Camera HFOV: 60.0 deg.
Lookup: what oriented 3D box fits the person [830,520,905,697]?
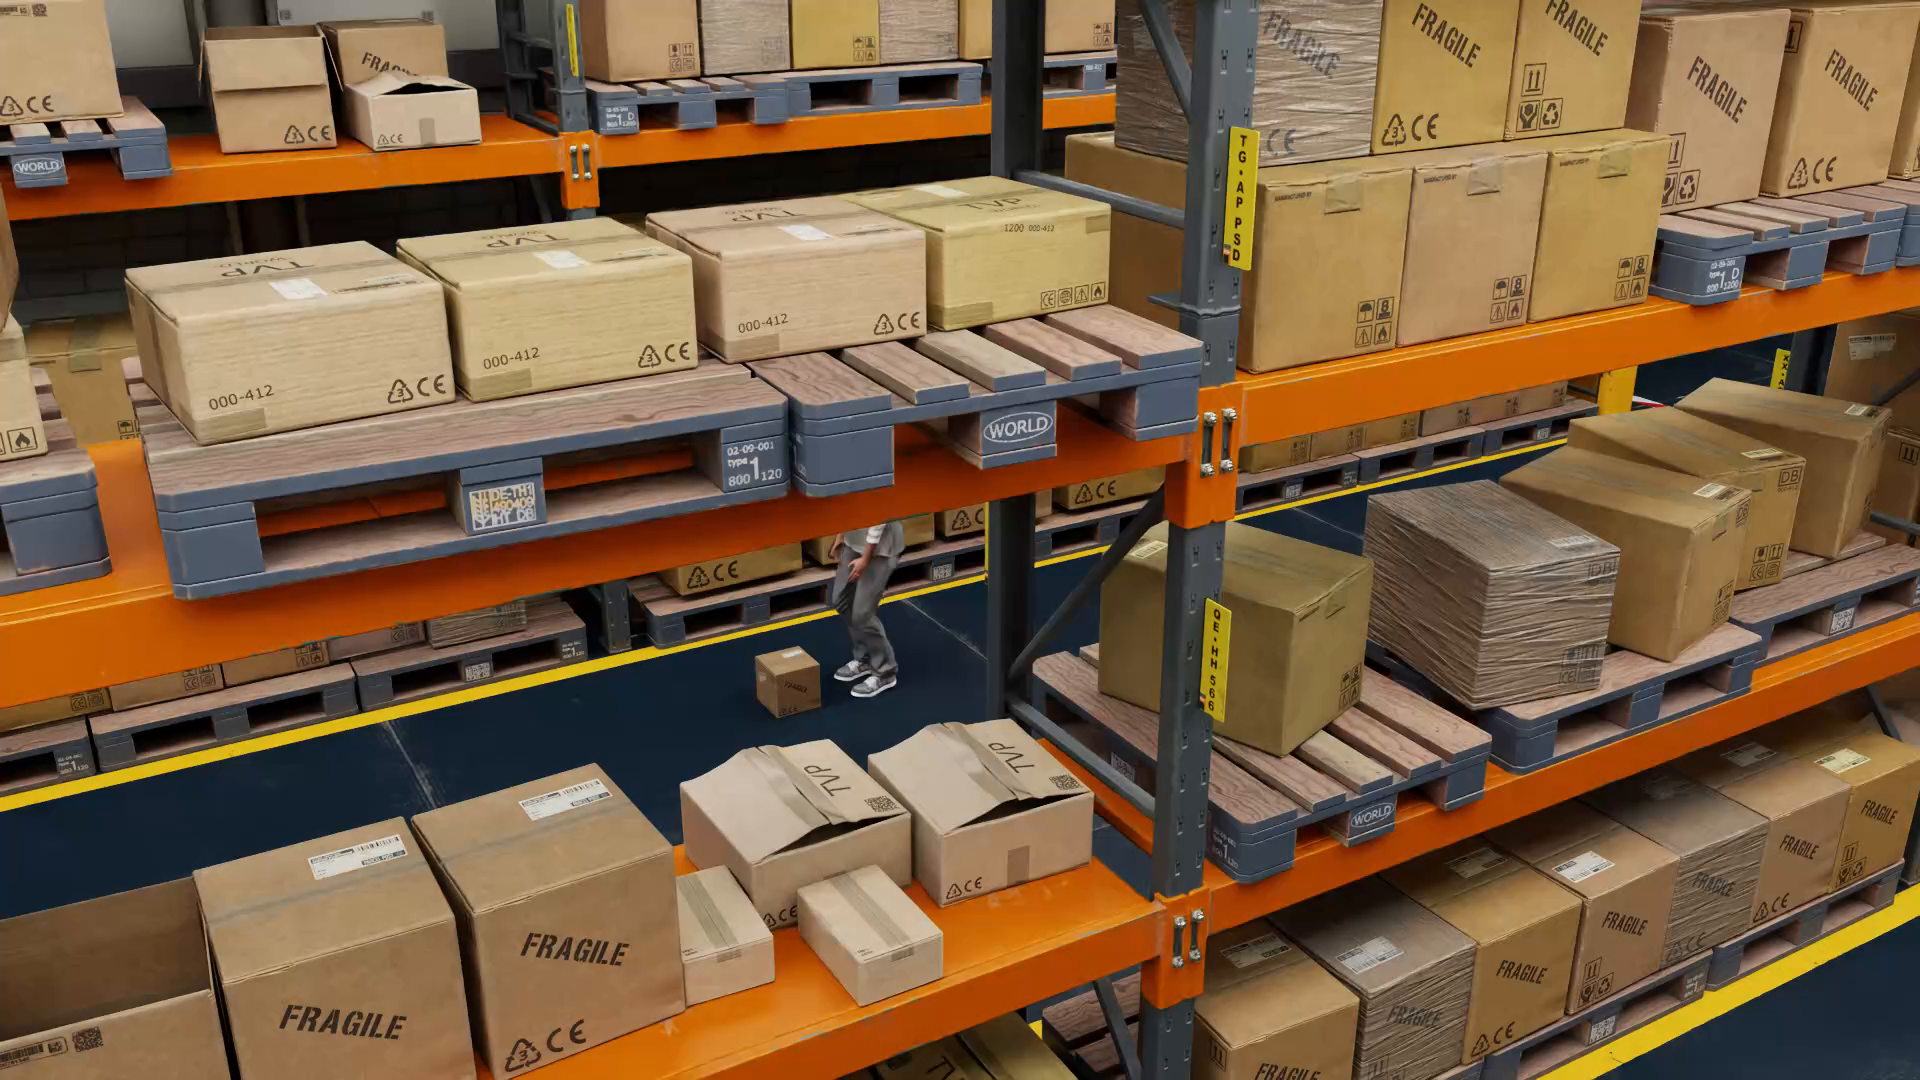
[{"bbox_3d":[-0.481,0.074,8.546,0.400,1.512,0.430,-12,25,-27],"label":"person"}]
